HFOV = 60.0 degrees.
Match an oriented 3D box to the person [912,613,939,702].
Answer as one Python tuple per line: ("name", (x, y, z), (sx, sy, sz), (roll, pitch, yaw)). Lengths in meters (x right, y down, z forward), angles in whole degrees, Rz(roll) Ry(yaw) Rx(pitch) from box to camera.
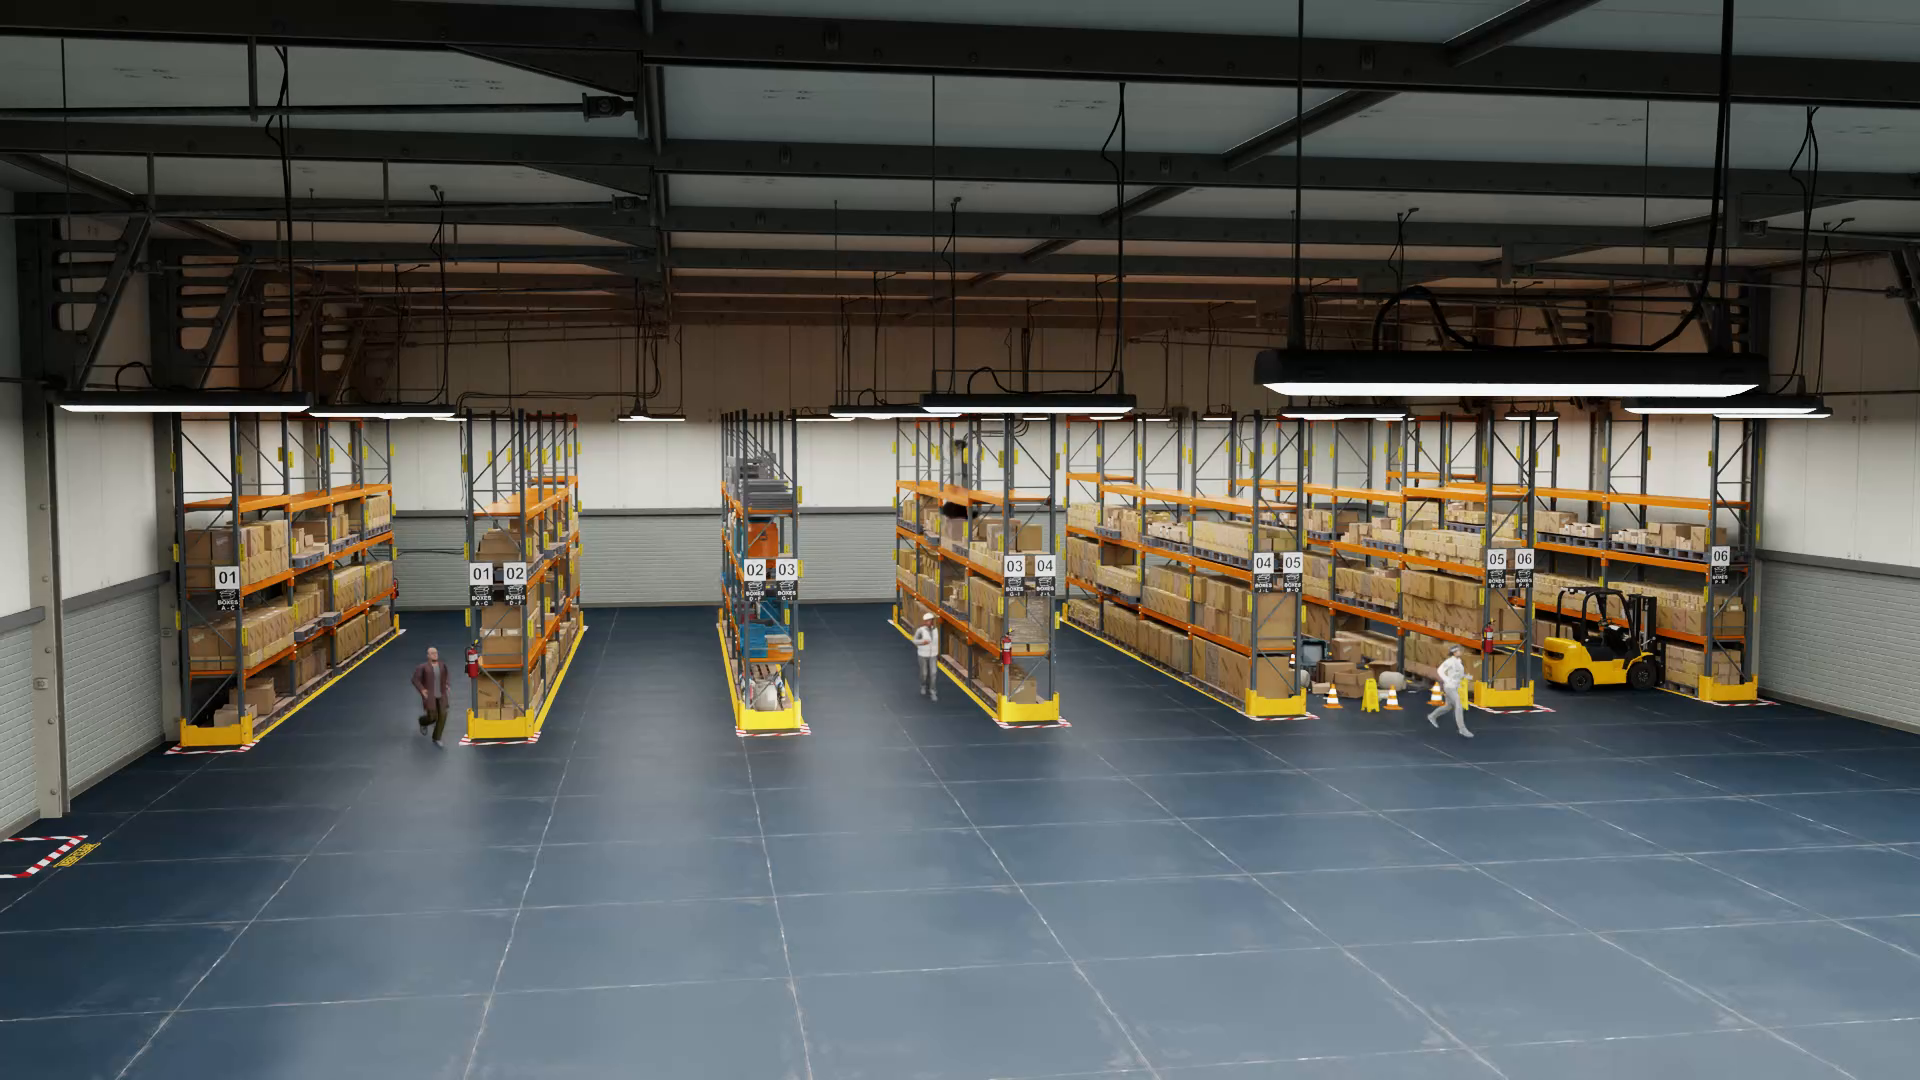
("person", (-0.696, 2.421, 34.632), (0.635, 1.813, 0.871), (-1, 4, -18))

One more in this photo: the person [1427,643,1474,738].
("person", (9.019, 2.741, 30.625), (0.929, 1.712, 0.618), (3, 5, 35))

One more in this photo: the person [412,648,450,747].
("person", (-9.441, 2.834, 29.780), (0.717, 1.671, 0.754), (-4, 5, -41))
